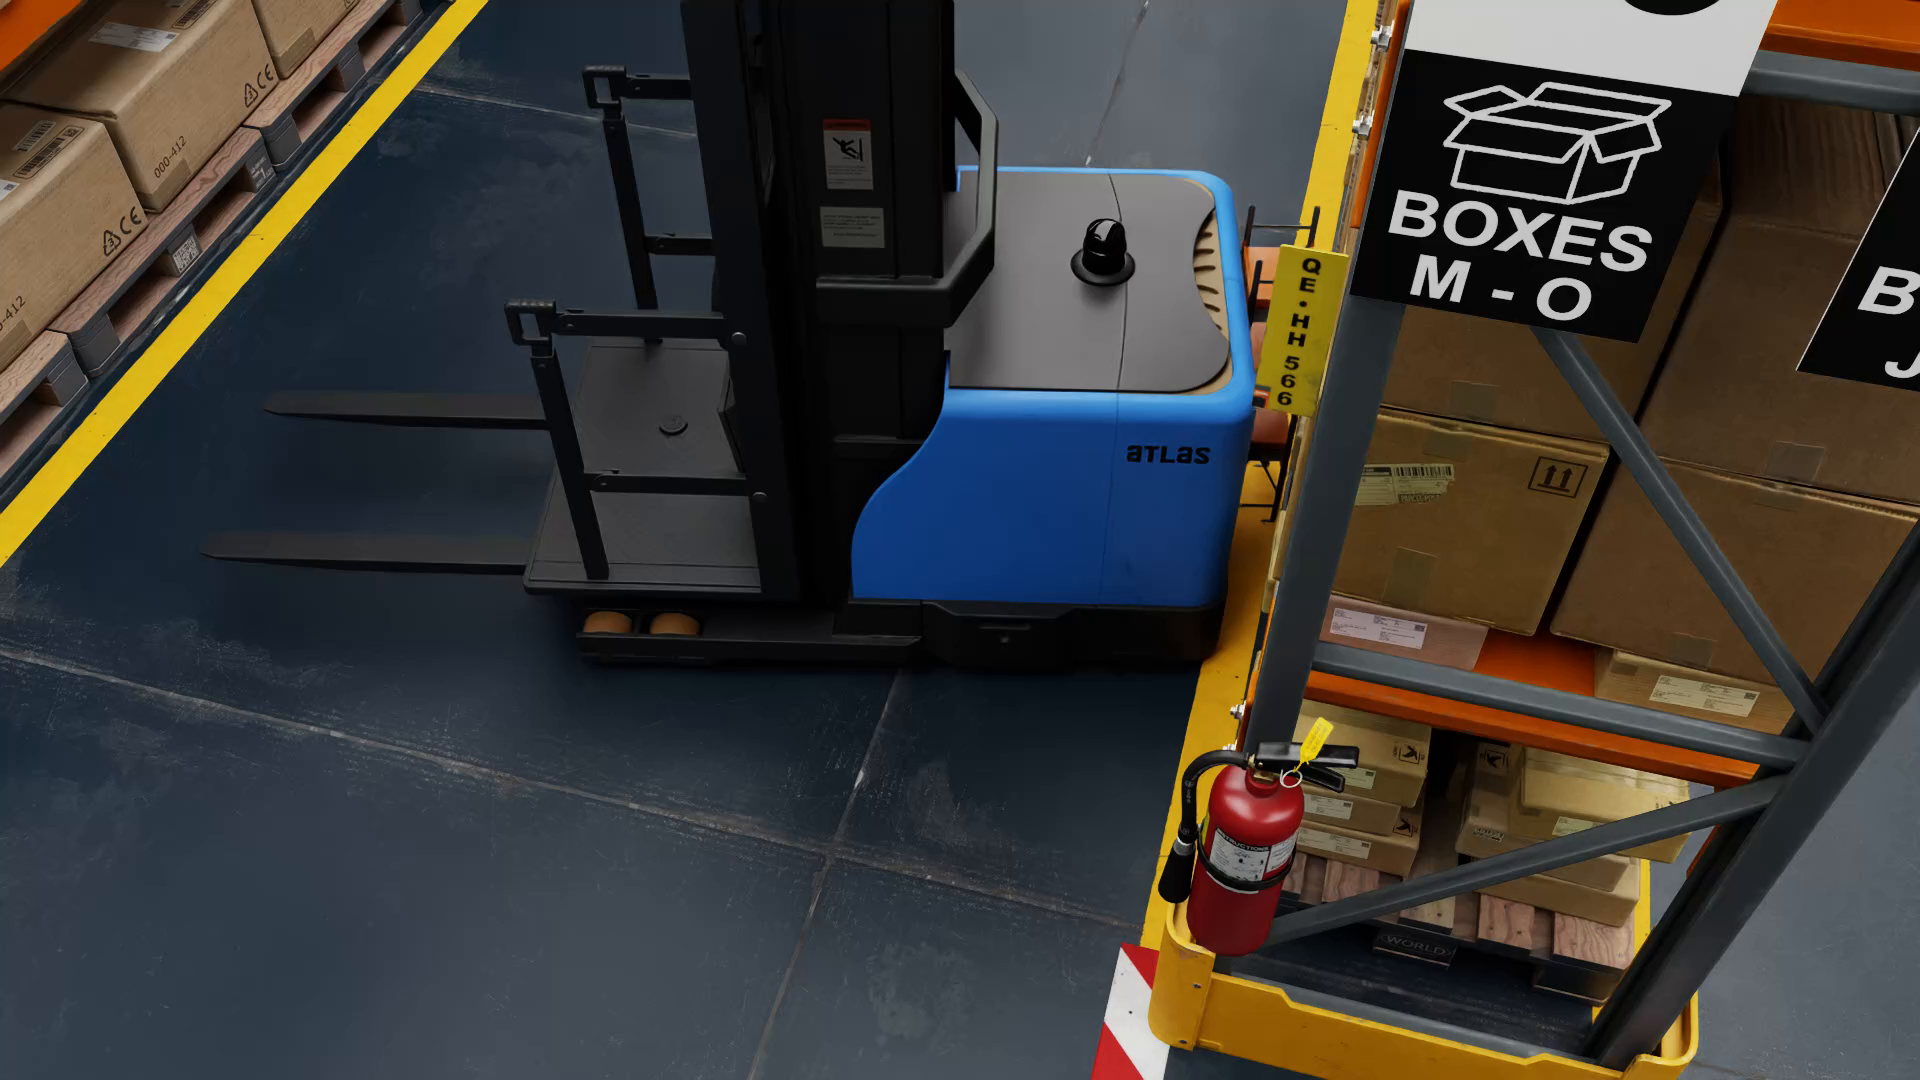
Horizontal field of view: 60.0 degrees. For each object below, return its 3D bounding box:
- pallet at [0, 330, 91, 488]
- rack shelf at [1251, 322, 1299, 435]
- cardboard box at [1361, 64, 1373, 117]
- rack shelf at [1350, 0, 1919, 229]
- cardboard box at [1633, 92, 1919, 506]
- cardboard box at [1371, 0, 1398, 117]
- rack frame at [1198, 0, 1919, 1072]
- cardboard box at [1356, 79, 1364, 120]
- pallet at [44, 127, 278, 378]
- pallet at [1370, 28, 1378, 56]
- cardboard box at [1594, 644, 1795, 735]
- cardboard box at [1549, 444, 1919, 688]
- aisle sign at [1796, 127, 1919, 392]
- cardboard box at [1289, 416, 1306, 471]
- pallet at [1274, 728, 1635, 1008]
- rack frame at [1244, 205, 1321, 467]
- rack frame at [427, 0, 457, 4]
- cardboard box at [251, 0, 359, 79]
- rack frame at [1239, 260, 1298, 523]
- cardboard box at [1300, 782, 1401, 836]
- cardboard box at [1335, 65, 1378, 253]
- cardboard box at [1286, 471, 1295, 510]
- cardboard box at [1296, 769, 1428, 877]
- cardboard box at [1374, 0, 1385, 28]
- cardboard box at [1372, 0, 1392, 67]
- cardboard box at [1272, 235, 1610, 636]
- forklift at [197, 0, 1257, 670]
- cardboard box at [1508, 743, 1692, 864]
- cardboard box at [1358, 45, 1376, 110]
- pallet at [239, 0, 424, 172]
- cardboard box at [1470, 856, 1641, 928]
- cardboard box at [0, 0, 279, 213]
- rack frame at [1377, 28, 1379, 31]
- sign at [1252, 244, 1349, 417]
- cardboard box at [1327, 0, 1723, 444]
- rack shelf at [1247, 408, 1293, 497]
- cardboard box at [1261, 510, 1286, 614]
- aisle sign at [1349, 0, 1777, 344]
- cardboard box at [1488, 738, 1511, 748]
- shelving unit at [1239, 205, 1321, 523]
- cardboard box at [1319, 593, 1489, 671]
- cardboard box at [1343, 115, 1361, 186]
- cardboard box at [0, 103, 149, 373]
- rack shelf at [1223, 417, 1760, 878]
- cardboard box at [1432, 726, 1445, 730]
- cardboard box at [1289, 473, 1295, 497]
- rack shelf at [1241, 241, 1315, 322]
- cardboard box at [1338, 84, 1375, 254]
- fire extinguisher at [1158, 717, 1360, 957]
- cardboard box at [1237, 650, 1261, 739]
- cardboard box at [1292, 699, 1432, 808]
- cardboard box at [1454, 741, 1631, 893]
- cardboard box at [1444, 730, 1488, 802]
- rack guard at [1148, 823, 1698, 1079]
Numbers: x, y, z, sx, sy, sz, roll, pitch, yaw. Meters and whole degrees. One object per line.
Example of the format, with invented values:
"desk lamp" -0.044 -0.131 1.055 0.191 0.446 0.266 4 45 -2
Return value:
"pallet" -3.620 -0.277 5.354 1.003 0.211 1.213 12 50 10
"rack shelf" 0.910 -0.493 4.999 0.215 0.259 0.240 2 49 1
"cardboard box" 1.323 -1.309 4.139 0.500 0.500 0.500 14 50 12
"rack shelf" 1.574 -1.904 3.409 1.077 0.370 4.000 12 50 10
"cardboard box" 1.422 -0.437 2.703 0.500 0.500 0.500 11 50 10
"cardboard box" 1.061 -0.912 3.122 0.500 0.500 0.500 10 49 9
"rack frame" 1.047 0.297 2.987 1.000 3.000 0.127 12 50 10
"cardboard box" 1.694 -1.591 6.275 0.380 0.149 0.250 10 49 8
"pallet" -3.297 -1.157 6.130 1.003 0.211 1.213 12 50 10
"pallet" 2.304 -2.237 7.083 1.003 0.211 1.213 12 50 10
"cardboard box" 1.449 0.211 3.231 0.380 0.149 0.250 11 50 10
"cardboard box" 1.432 -0.104 3.076 0.500 0.500 0.500 14 50 12
"aisle sign" 1.317 -0.451 1.913 0.394 0.787 0.004 12 50 10
"cardboard box" 1.156 -0.291 4.731 0.380 0.149 0.250 13 50 11
"pallet" 1.315 0.585 4.593 1.003 0.211 1.213 12 50 10
"rack frame" 0.915 -0.591 5.072 0.200 1.050 0.008 2 49 1
"rack frame" -2.702 -3.500 6.338 1.000 3.000 0.127 12 50 10
"cardboard box" -2.971 -2.358 6.759 0.875 0.438 0.875 11 49 9
"rack frame" 0.906 -0.409 4.910 0.200 1.050 0.008 2 49 1
"cardboard box" 0.911 0.565 4.173 0.380 0.149 0.250 10 49 9
"cardboard box" 1.182 -0.950 3.823 0.500 0.500 0.500 12 50 10
"cardboard box" 1.166 -0.078 4.940 0.380 0.149 0.250 10 49 8
"cardboard box" 0.985 0.680 4.271 0.380 0.149 0.250 12 50 11
"cardboard box" 1.436 -1.702 4.487 0.500 0.500 0.500 11 49 9
"cardboard box" 1.189 -1.289 3.455 0.500 0.500 0.500 14 50 12
"cardboard box" 0.917 -0.210 3.169 0.500 0.500 0.500 12 50 11
"forklift" -0.735 -0.996 4.174 3.031 2.935 1.130 2 49 1
"cardboard box" 1.513 0.593 3.950 0.380 0.149 0.250 10 49 8
"cardboard box" 1.696 -1.691 6.165 0.380 0.149 0.250 14 50 12
"pallet" -2.978 -2.042 6.912 1.003 0.211 1.213 12 50 10
"cardboard box" 1.494 0.786 4.177 0.380 0.149 0.250 12 50 11
"cardboard box" -3.206 -1.710 6.187 0.875 0.438 0.875 10 49 9
"rack frame" 2.100 -2.596 5.540 1.000 3.000 0.127 12 50 10
"sign" 0.517 -0.314 2.544 0.100 0.325 0.005 12 50 10
"cardboard box" 0.928 -0.545 2.798 0.500 0.500 0.500 11 49 9
"rack shelf" 0.910 -0.309 5.207 0.215 0.259 0.240 2 49 1
"cardboard box" 1.009 0.089 4.395 0.380 0.149 0.250 11 49 9
"aisle sign" 0.739 -0.569 2.018 0.394 0.787 0.004 12 50 10
"cardboard box" 1.559 0.488 4.241 0.380 0.149 0.250 11 50 10
"shelving unit" 0.910 -0.500 4.991 0.215 1.050 0.252 2 49 1
"cardboard box" 0.860 0.089 3.338 0.380 0.149 0.250 12 50 10
"cardboard box" 1.624 -1.399 6.105 0.380 0.149 0.250 13 50 11
"cardboard box" -3.445 -1.058 5.612 0.875 0.438 0.875 13 50 11
"rack shelf" 1.574 -0.911 4.533 1.077 0.370 4.000 12 50 10
"cardboard box" 1.064 0.302 4.208 0.380 0.149 0.250 12 50 11
"cardboard box" 1.170 -0.188 4.838 0.380 0.149 0.250 12 50 11
"rack shelf" 0.910 -0.681 4.786 0.215 0.259 0.240 2 49 1
"cardboard box" 1.058 -0.581 3.497 0.500 0.500 0.500 11 49 9
"fire extinguisher" 0.536 0.538 3.075 0.296 0.674 0.183 12 50 10
"cardboard box" 0.955 0.474 4.452 0.380 0.149 0.250 13 50 11
"cardboard box" 0.942 0.472 4.057 0.380 0.149 0.250 12 50 10
"cardboard box" 1.433 0.675 4.076 0.380 0.149 0.250 13 50 12
"cardboard box" 1.484 0.581 4.358 0.380 0.149 0.250 11 50 10
"rack guard" 1.067 1.070 3.973 1.175 0.500 0.348 12 50 10
